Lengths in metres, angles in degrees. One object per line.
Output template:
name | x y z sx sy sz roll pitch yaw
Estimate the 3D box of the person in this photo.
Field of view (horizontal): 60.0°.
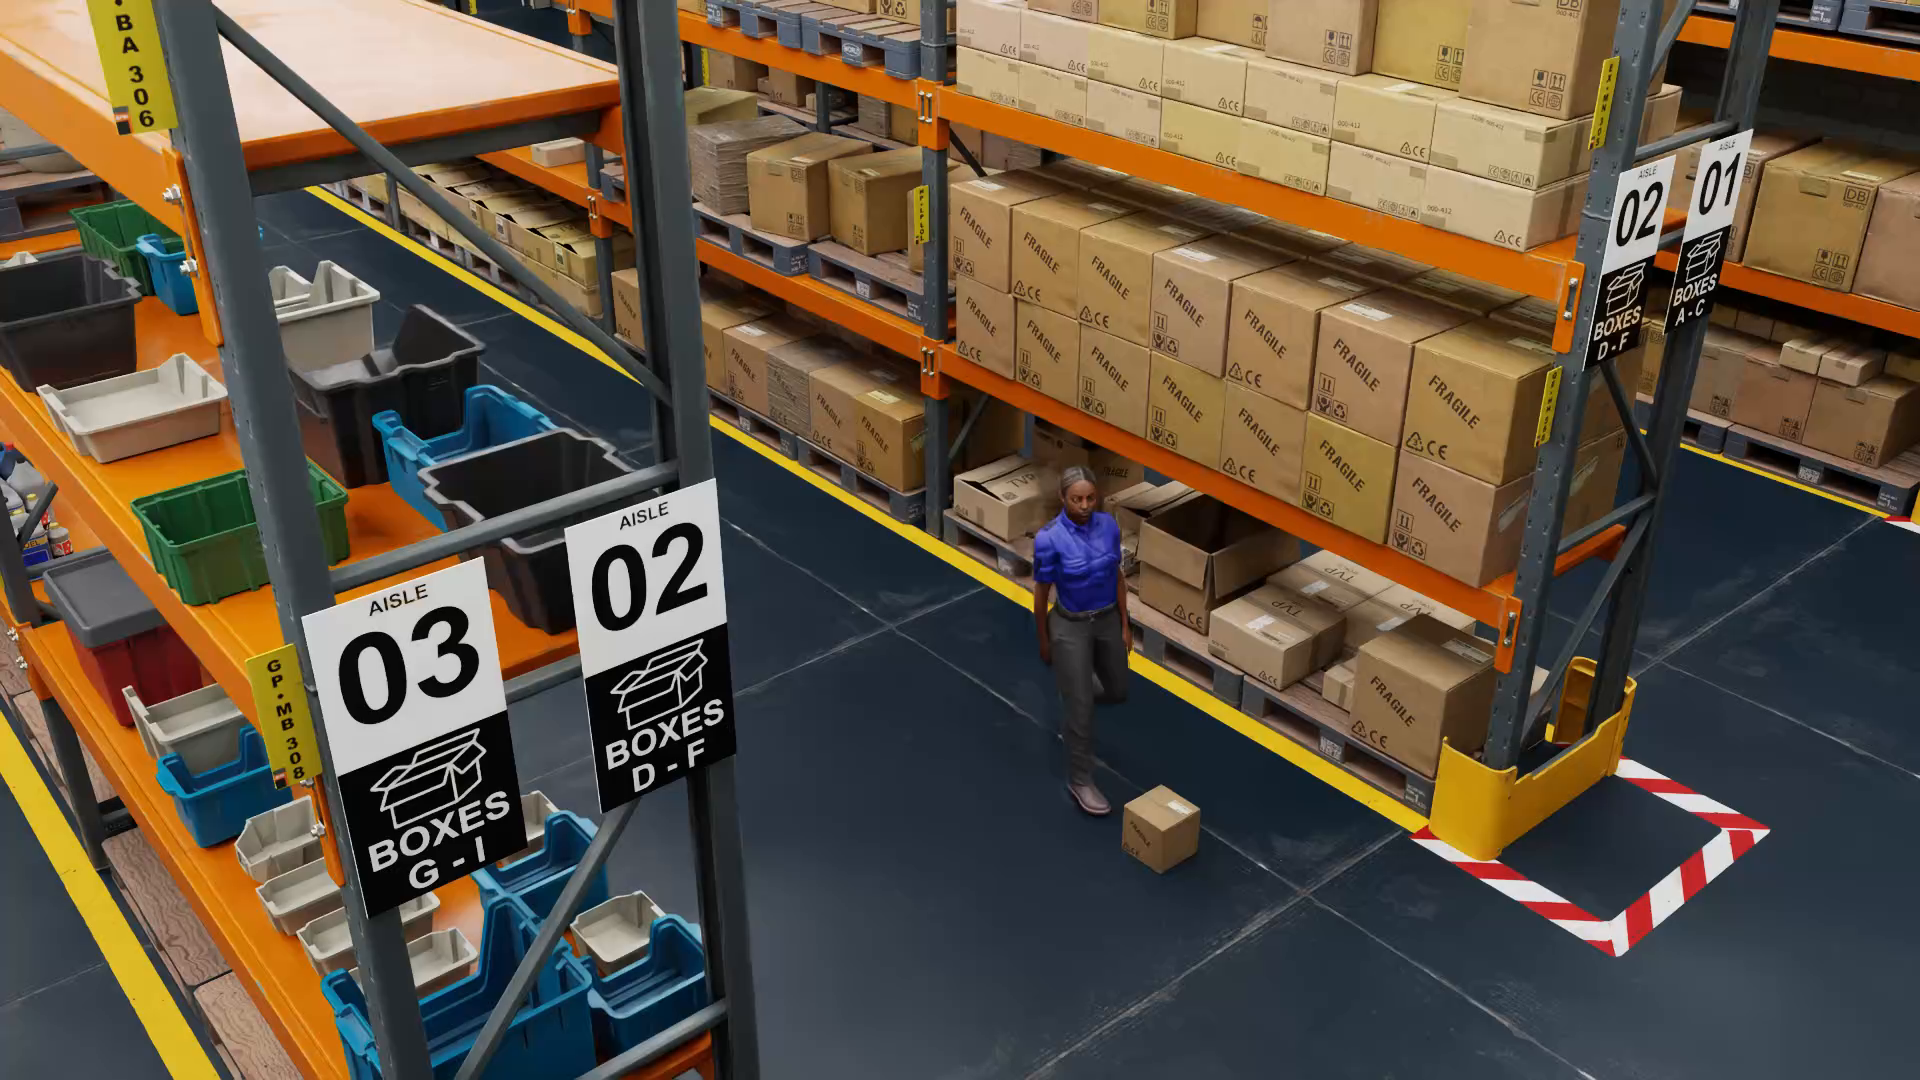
person | 0.589 0.420 7.814 0.458 1.625 0.755 -15 32 -25
